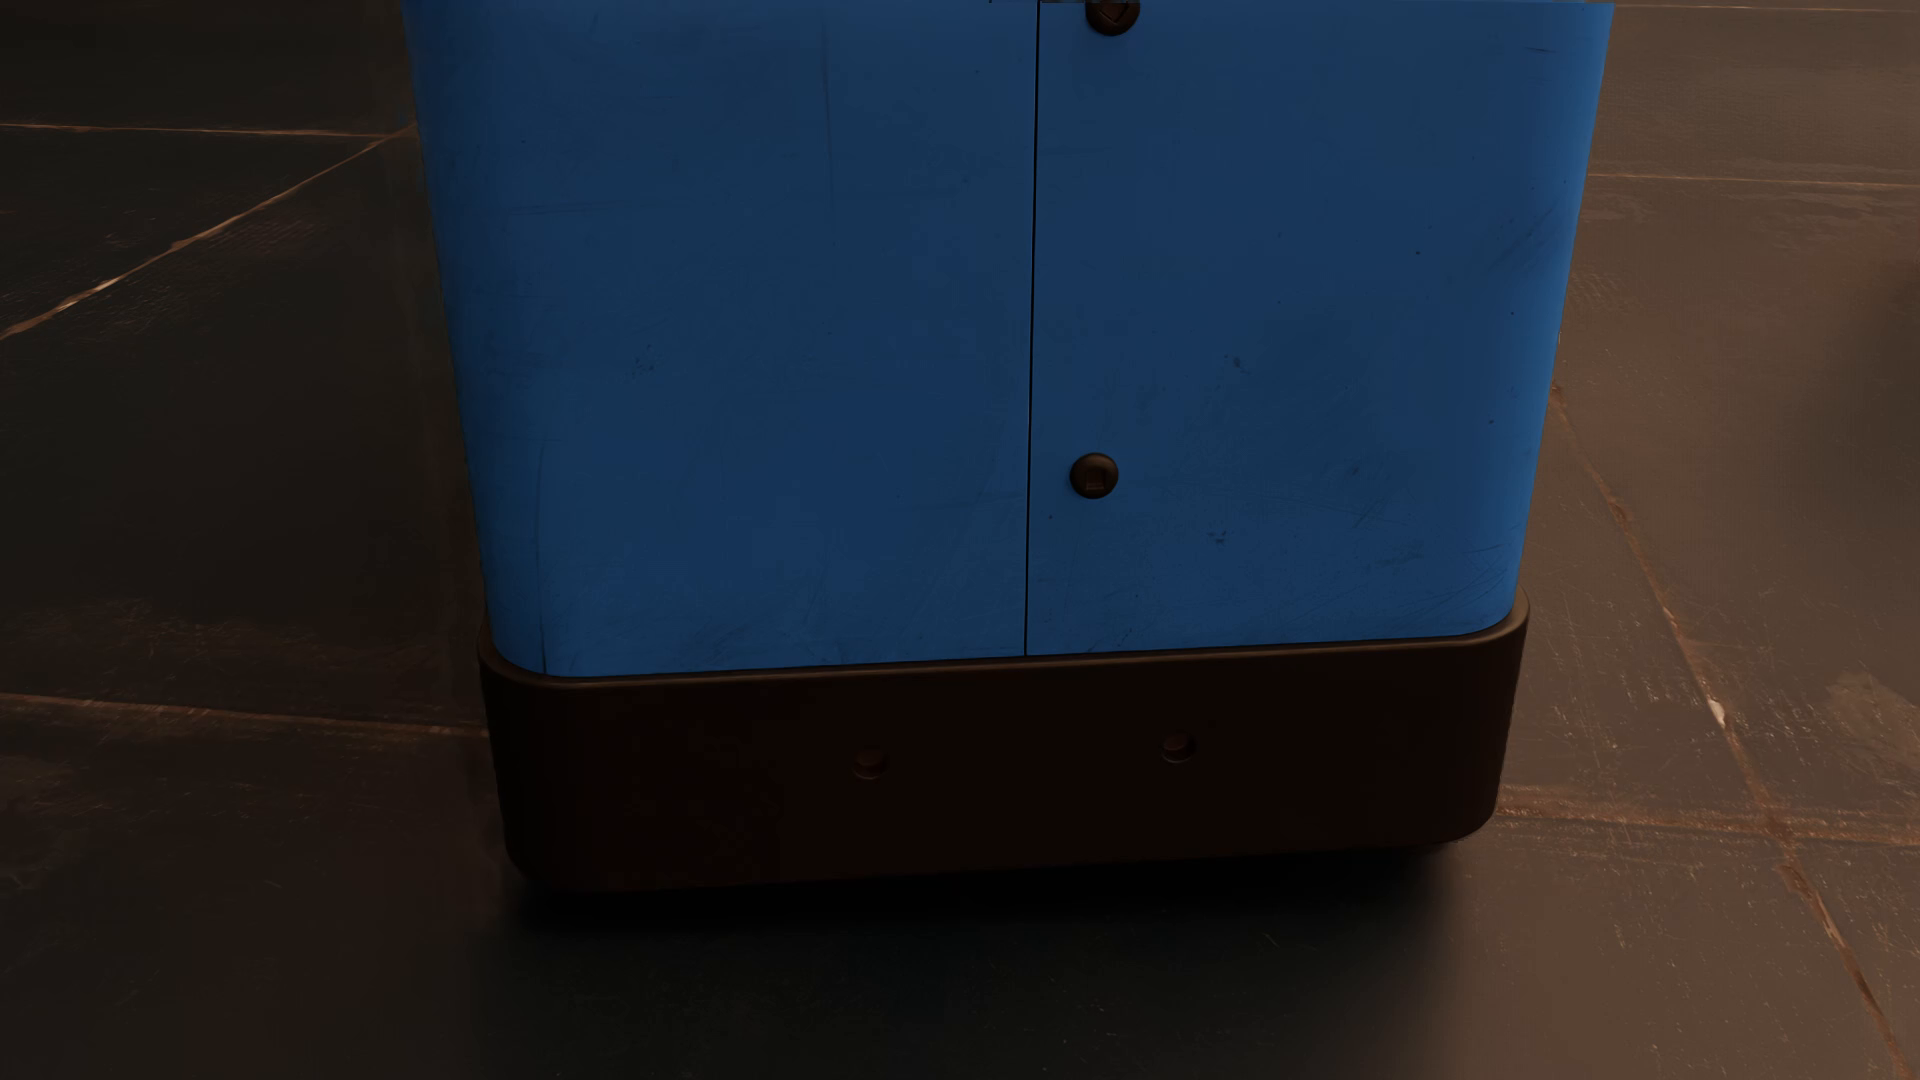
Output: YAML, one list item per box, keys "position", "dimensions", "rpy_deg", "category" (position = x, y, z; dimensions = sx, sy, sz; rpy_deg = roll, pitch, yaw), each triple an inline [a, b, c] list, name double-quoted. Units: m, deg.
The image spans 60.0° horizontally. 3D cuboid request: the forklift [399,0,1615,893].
- position: [-0.077, -1.589, 2.401]
  dimensions: [1.130, 2.935, 3.031]
  rpy_deg: [-2, 27, -5]
  category: "forklift"
